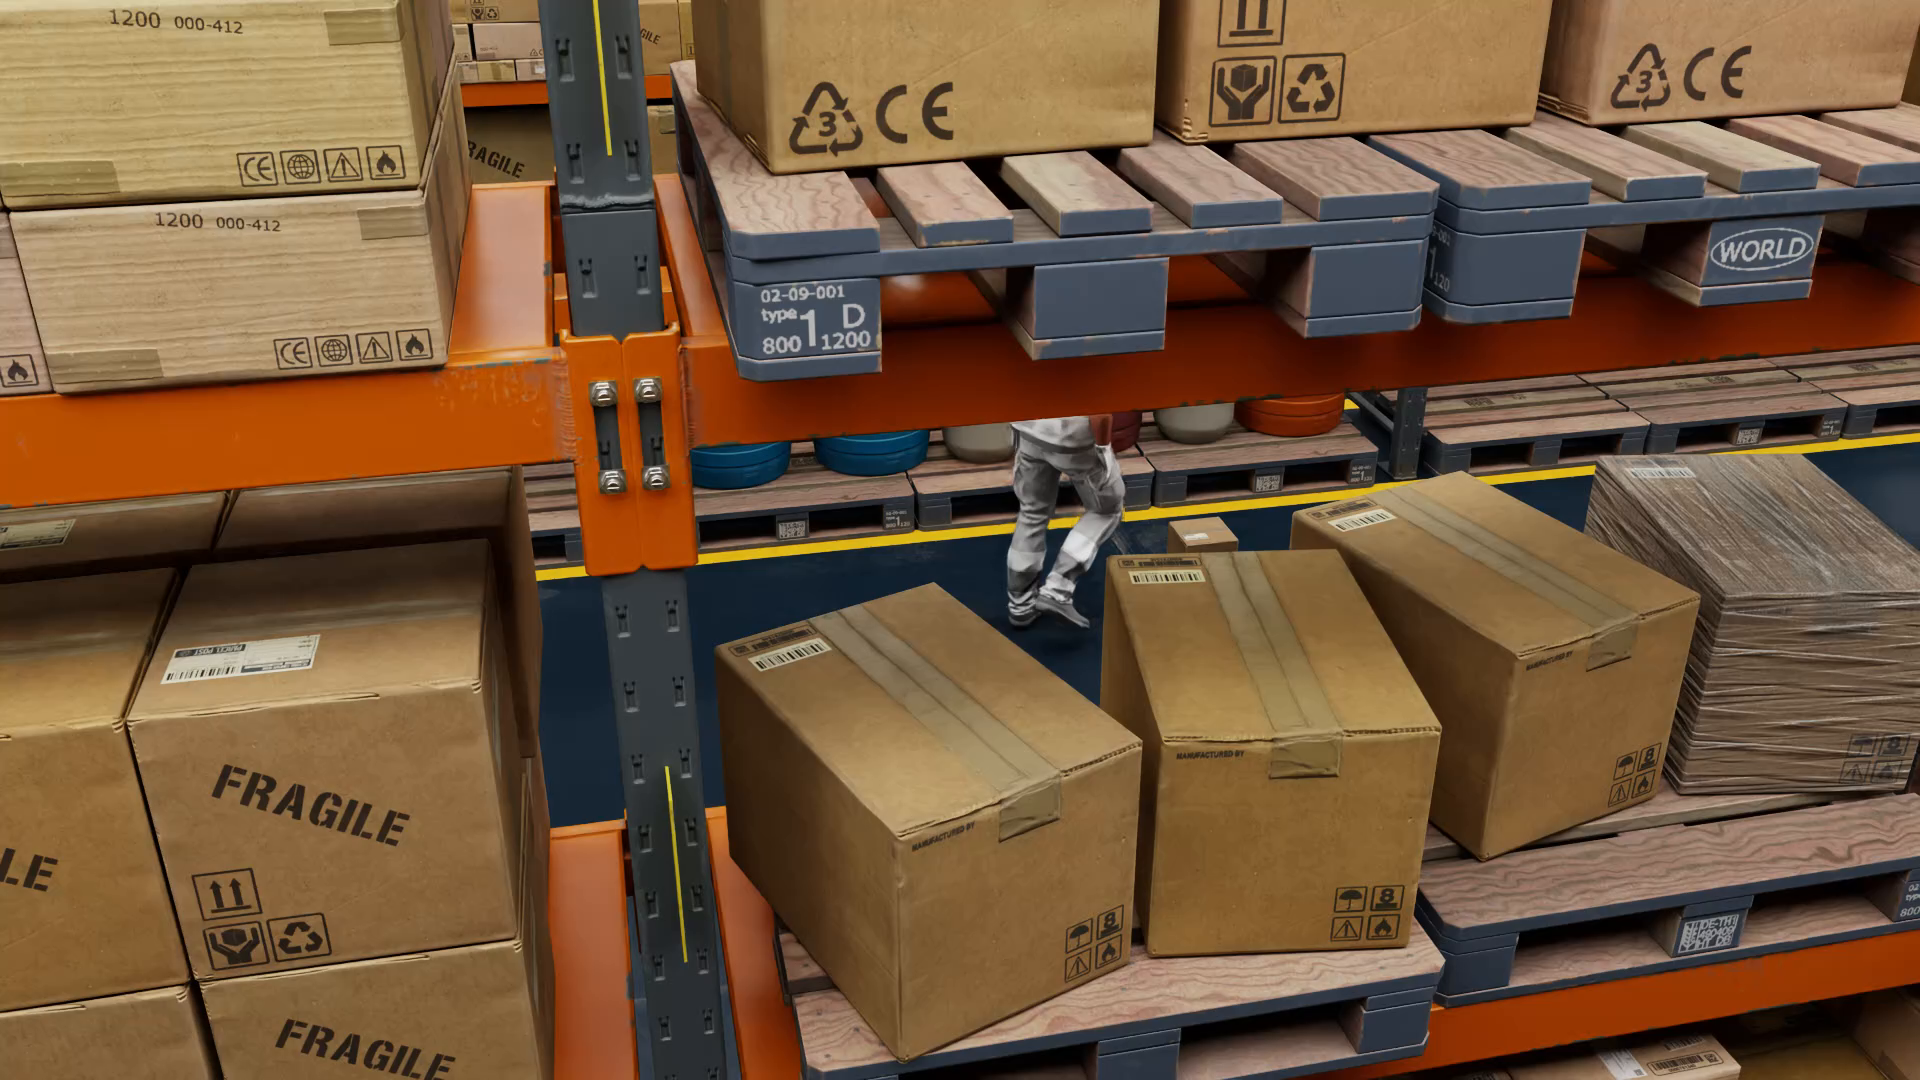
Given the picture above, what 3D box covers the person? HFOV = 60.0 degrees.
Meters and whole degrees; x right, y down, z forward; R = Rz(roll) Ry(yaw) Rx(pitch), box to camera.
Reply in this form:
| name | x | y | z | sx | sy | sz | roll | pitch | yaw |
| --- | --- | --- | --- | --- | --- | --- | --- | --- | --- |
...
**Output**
| name | x | y | z | sx | sy | sz | roll | pitch | yaw |
| --- | --- | --- | --- | --- | --- | --- | --- | --- | --- |
| person | 0.407 | -0.430 | 6.919 | 0.580 | 1.779 | 0.479 | 19 | 32 | 34 |
